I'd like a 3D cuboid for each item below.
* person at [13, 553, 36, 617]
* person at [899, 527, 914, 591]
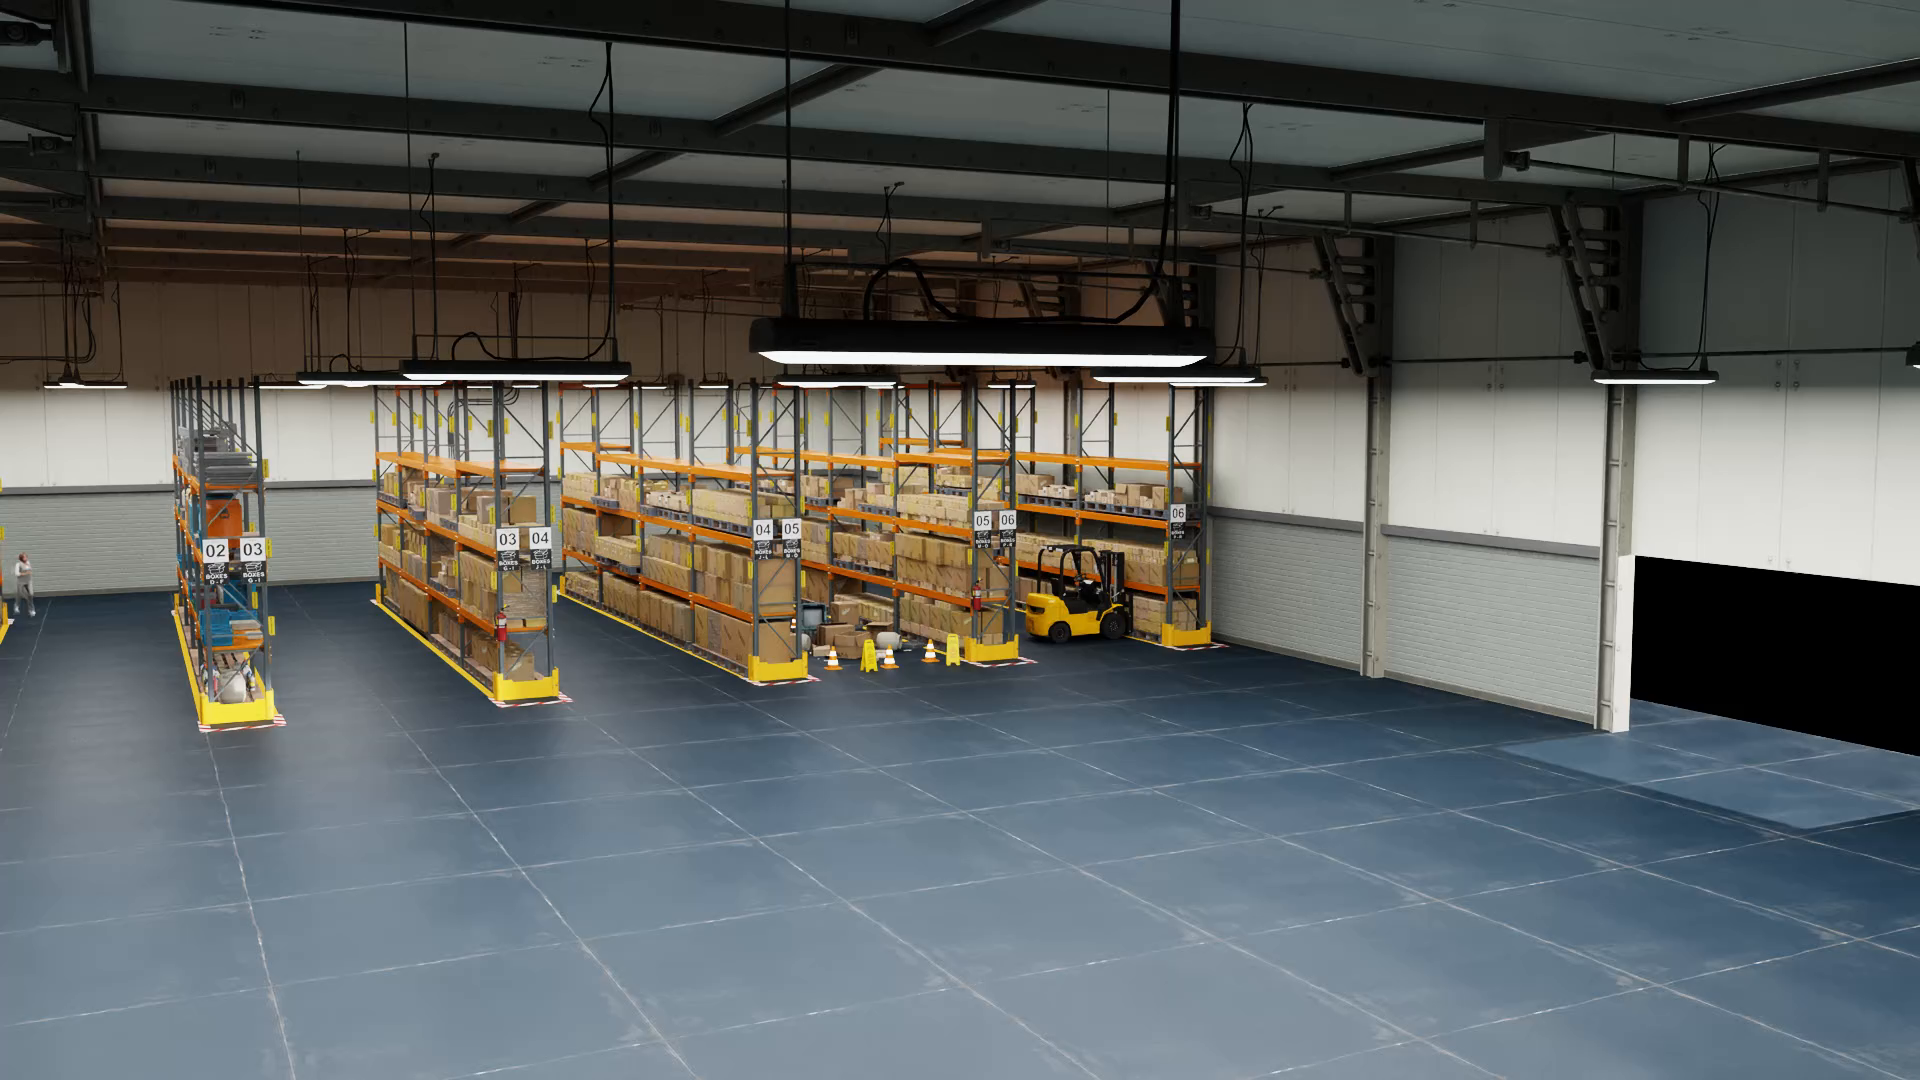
[{"bbox_3d":[-23.928,1.131,42.476,0.825,1.626,0.506,3,6,32],"label":"person"},{"bbox_3d":[-1.414,0.550,45.208,0.679,1.813,0.866,-3,6,-34],"label":"person"}]
